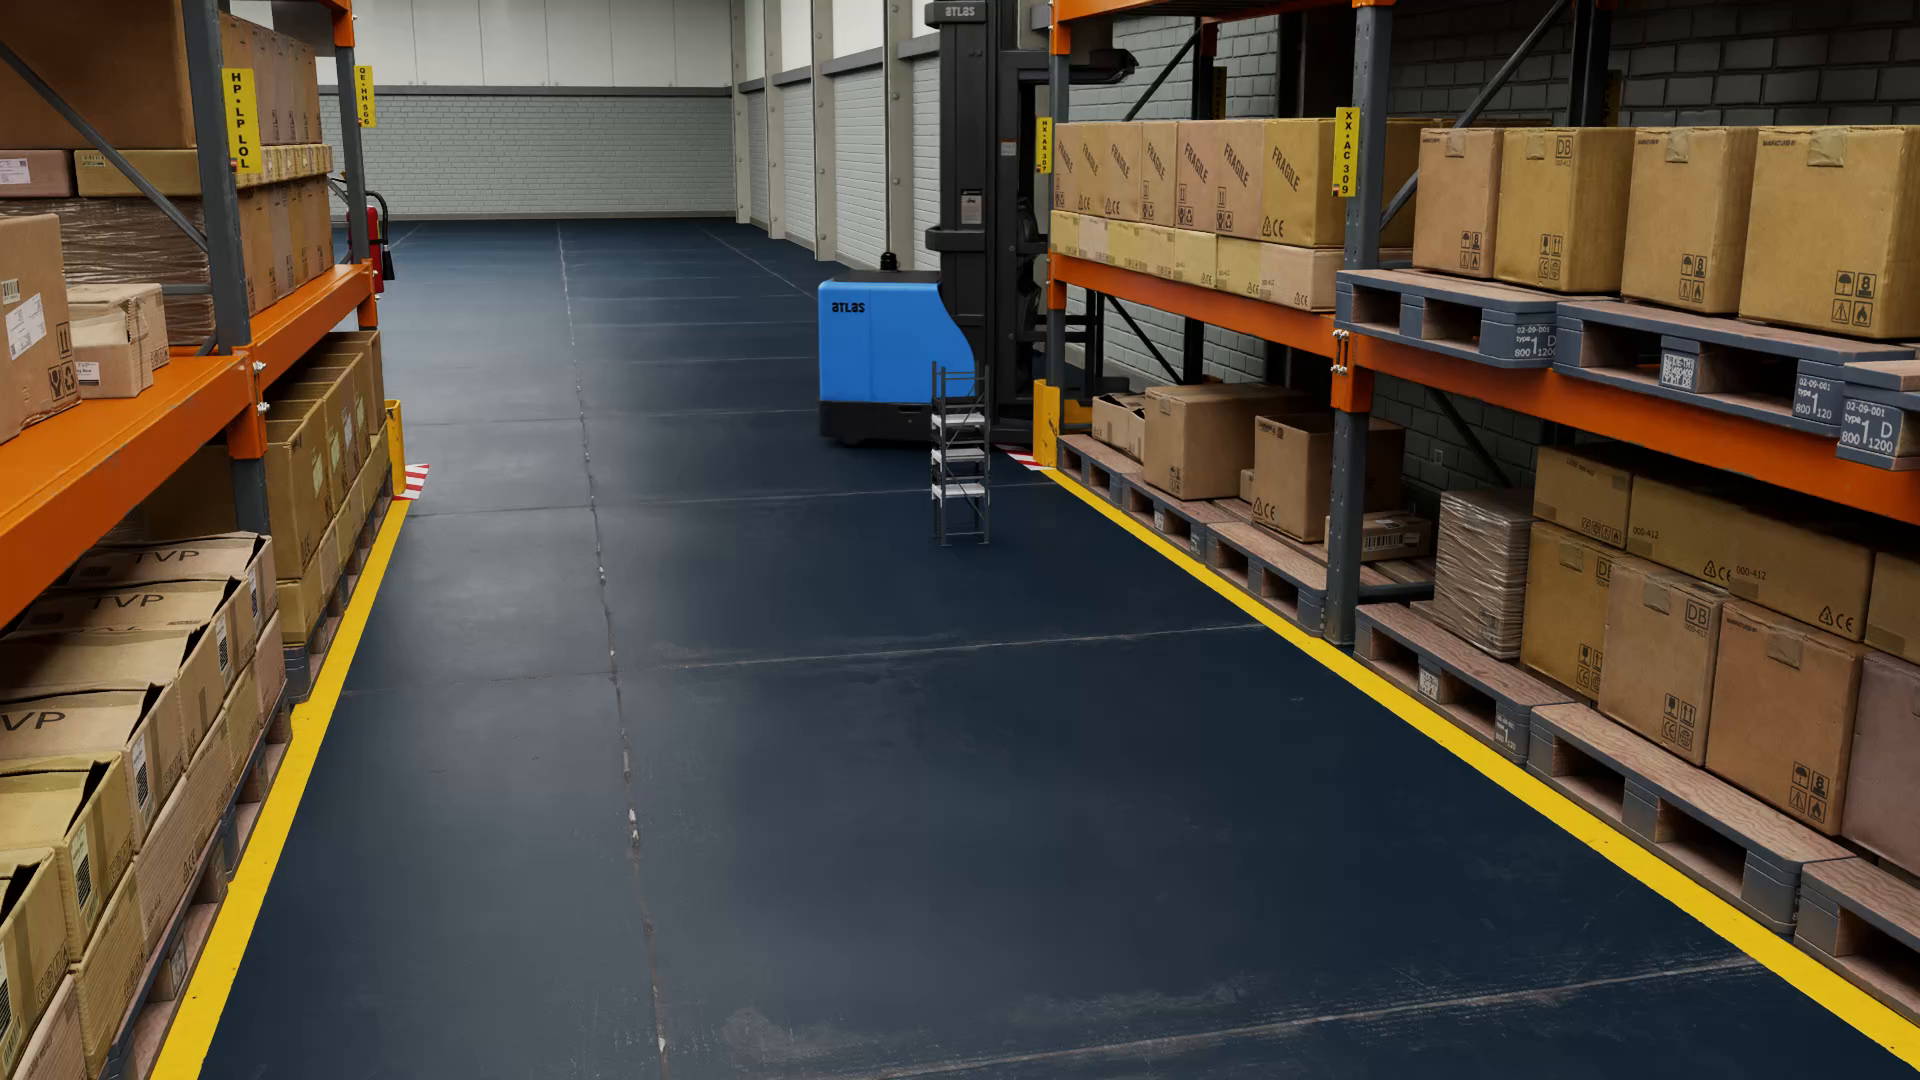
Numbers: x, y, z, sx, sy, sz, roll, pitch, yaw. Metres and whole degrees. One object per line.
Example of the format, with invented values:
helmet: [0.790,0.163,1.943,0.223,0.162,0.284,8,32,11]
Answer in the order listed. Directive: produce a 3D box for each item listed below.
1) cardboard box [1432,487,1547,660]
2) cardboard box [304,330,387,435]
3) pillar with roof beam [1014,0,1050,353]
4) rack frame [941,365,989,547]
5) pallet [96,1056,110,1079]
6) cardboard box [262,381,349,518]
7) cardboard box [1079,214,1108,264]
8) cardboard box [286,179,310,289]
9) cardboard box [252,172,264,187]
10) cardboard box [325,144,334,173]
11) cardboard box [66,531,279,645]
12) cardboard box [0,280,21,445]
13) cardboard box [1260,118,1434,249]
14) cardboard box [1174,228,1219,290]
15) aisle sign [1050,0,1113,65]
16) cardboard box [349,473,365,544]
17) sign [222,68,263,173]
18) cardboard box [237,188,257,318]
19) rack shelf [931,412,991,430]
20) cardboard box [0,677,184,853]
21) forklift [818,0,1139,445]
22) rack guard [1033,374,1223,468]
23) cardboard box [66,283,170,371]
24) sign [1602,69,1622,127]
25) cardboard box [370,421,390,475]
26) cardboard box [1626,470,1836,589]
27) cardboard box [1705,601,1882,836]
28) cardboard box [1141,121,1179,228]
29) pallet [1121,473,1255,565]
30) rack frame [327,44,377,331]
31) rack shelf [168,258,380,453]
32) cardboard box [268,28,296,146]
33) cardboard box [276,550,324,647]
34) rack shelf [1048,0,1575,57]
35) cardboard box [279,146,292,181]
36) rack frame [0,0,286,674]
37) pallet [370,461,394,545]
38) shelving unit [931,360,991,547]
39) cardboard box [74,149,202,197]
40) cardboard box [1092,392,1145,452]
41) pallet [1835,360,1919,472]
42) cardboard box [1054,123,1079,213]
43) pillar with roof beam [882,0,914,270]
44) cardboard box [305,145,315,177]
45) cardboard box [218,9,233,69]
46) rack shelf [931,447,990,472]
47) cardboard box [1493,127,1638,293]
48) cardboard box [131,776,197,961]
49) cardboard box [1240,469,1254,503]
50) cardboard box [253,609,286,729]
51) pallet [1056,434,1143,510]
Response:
cardboard box: [2.167,0.102,6.029,0.700,0.500,0.500,-3,14,-11]
cardboard box: [-3.361,-0.839,8.868,0.500,0.500,0.500,-3,14,-13]
pillar with roof beam: [-3.550,-5.935,13.761,9.100,9.000,0.400,-3,14,-13]
rack frame: [0.026,-0.412,8.217,0.240,0.900,0.006,-3,14,-13]
pallet: [-2.052,1.295,2.682,1.003,0.211,1.213,-3,14,-13]
cardboard box: [-2.876,-0.378,6.983,0.500,0.500,0.500,-3,14,-13]
cardboard box: [0.980,-1.678,9.248,0.500,0.250,0.500,-4,14,-15]
cardboard box: [-3.440,-1.418,7.699,0.700,0.500,0.500,-3,14,-13]
cardboard box: [-2.952,-1.463,6.516,0.380,0.149,0.250,-4,14,-15]
cardboard box: [-3.501,-1.999,8.713,0.380,0.149,0.250,-4,14,-14]
cardboard box: [-2.463,0.146,5.235,0.500,0.311,0.500,-3,14,-13]
cardboard box: [-2.431,-0.424,3.631,0.500,0.500,0.500,-3,14,-13]
cardboard box: [1.566,-1.460,6.778,0.500,0.500,0.500,-3,14,-13]
cardboard box: [1.330,-1.327,7.813,0.500,0.250,0.500,-3,14,-13]
aisle sign: [0.730,-3.253,9.944,0.394,0.787,0.004,-3,14,-13]
cardboard box: [-2.999,-0.129,7.543,0.500,0.250,0.500,-3,14,-13]
sign: [-2.311,-1.347,5.347,0.100,0.325,0.005,-3,14,-13]
cardboard box: [-3.077,-1.062,6.244,0.700,0.500,0.500,-3,14,-14]
rack shelf: [0.002,-0.578,8.278,0.258,0.077,0.200,-3,14,-13]
cardboard box: [-2.105,0.497,3.798,0.500,0.311,0.500,-3,14,-14]
forklift: [0.629,-2.098,10.841,3.031,2.935,1.130,2,14,8]
rack guard: [1.056,-0.758,10.478,1.175,0.500,0.348,-3,14,-13]
cardboard box: [-2.678,-0.606,4.905,0.500,0.250,0.500,-2,14,-10]
sign: [2.516,-1.662,6.468,0.100,0.325,0.005,-3,14,-13]
cardboard box: [-3.363,-0.474,8.957,0.500,0.250,0.500,-3,14,-13]
cardboard box: [2.399,-0.041,5.035,0.500,0.250,0.500,-4,14,-15]
cardboard box: [2.545,0.454,4.587,0.700,0.500,0.500,-3,14,-13]
cardboard box: [1.213,-1.812,8.217,0.500,0.500,0.500,-3,14,-11]
pallet: [1.496,-0.148,8.587,1.003,0.211,1.213,-3,14,-13]
rack frame: [-3.776,-1.713,9.119,1.000,3.000,0.127,-3,14,-13]
rack shelf: [-3.306,-0.902,7.316,1.077,0.370,4.000,-3,14,-13]
cardboard box: [-3.418,-2.034,7.488,0.700,0.500,0.500,-3,14,-13]
cardboard box: [-2.651,0.217,6.126,0.500,0.250,0.500,-3,14,-13]
rack shelf: [1.508,-2.636,8.094,1.077,0.370,4.000,-3,14,-13]
cardboard box: [-3.135,-1.642,7.249,0.380,0.149,0.250,-3,14,-14]
rack frame: [-2.836,-0.790,5.342,1.000,3.000,0.127,-3,14,-13]
pallet: [-3.556,-0.185,8.738,1.003,0.211,1.213,-3,14,-13]
shelving unit: [0.002,-0.435,8.313,0.258,0.900,0.210,-3,14,-13]
cardboard box: [-2.711,-1.227,5.551,0.380,0.149,0.250,-3,14,-13]
cardboard box: [1.113,-0.733,9.846,0.500,0.311,0.500,-5,15,-20]
pallet: [2.646,-0.210,3.370,1.213,0.211,1.003,-3,14,-13]
cardboard box: [0.858,-2.164,9.660,0.500,0.500,0.500,-3,14,-13]
pillar with roof beam: [-4.959,-7.320,19.426,9.100,9.000,0.400,-3,14,-13]
cardboard box: [-3.321,-1.822,7.987,0.380,0.149,0.250,-3,14,-12]
cardboard box: [-3.067,-1.688,6.071,0.700,0.500,0.500,-3,14,-13]
rack shelf: [0.002,-0.403,8.320,0.258,0.077,0.200,-3,14,-13]
cardboard box: [2.188,-1.081,5.394,0.700,0.500,0.500,-2,14,-7]
cardboard box: [-2.102,0.773,3.851,0.500,0.250,0.500,-3,14,-12]
cardboard box: [1.622,-0.266,8.277,0.380,0.149,0.250,-4,14,-18]
cardboard box: [-2.457,0.421,5.293,0.500,0.250,0.500,-3,14,-14]
pallet: [1.213,-0.429,9.737,1.003,0.211,1.213,-3,14,-13]
